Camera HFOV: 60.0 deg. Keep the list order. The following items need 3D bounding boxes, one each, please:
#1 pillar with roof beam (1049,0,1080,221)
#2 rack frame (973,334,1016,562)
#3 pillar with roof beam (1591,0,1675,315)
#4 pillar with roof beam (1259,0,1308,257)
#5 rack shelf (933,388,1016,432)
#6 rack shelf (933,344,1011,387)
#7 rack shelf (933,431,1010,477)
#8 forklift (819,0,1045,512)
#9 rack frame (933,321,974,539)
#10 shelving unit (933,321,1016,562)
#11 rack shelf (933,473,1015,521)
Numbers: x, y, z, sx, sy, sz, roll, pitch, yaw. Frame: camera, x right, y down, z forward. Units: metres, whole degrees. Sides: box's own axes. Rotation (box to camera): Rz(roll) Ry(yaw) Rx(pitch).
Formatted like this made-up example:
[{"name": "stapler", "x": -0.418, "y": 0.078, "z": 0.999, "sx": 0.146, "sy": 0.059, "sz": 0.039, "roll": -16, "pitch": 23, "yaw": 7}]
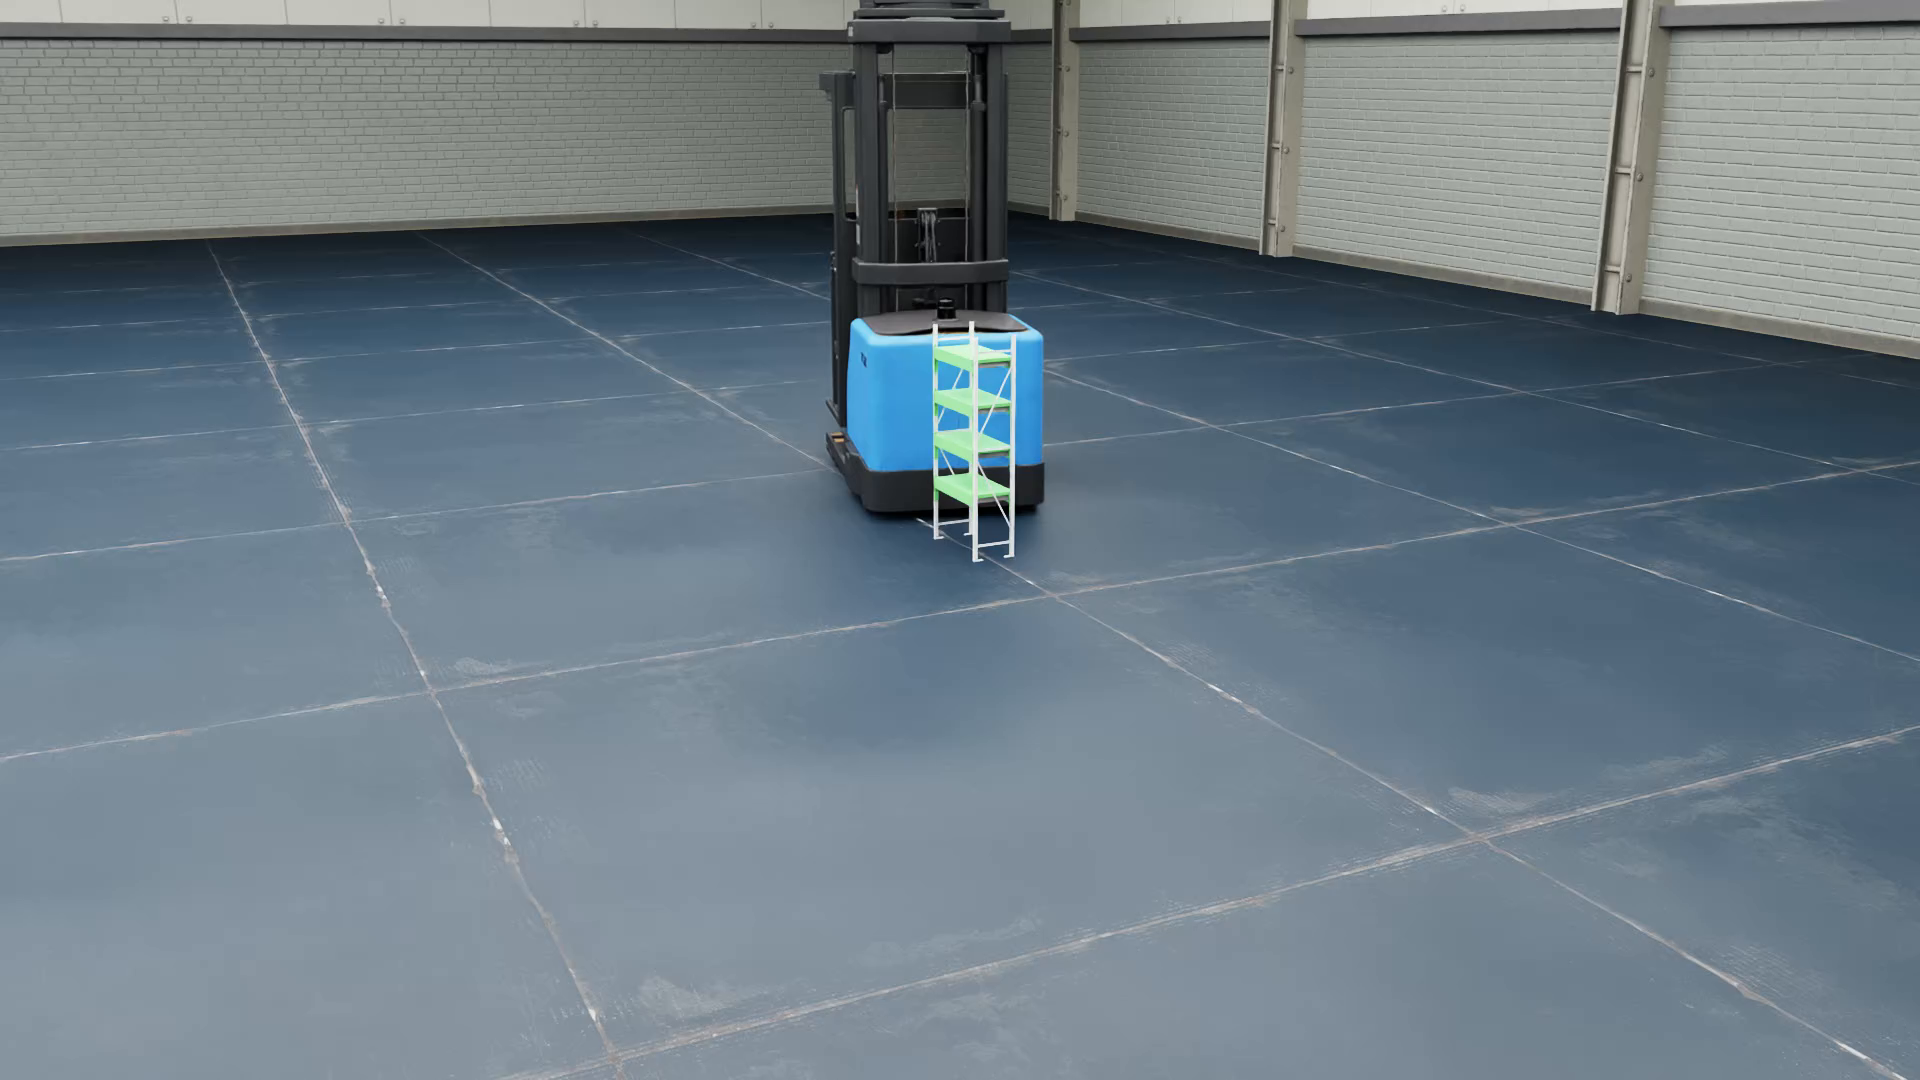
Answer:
[{"name": "pillar with roof beam", "x": -2.132, "y": -9.221, "z": 25.068, "sx": 9.100, "sy": 9.000, "sz": 0.400, "roll": -8, "pitch": 18, "yaw": -25}, {"name": "rack frame", "x": 0.179, "y": -0.475, "z": 8.731, "sx": 0.240, "sy": 1.200, "sz": 0.015, "roll": -8, "pitch": 18, "yaw": -25}, {"name": "pillar with roof beam", "x": 3.125, "y": -6.245, "z": 14.699, "sx": 9.100, "sy": 9.000, "sz": 0.400, "roll": -8, "pitch": 18, "yaw": -25}, {"name": "pillar with roof beam", "x": 0.496, "y": -7.733, "z": 19.883, "sx": 9.100, "sy": 9.000, "sz": 0.400, "roll": -8, "pitch": 18, "yaw": -25}, {"name": "rack shelf", "x": 0.073, "y": -0.705, "z": 8.894, "sx": 0.258, "sy": 0.148, "sz": 0.480, "roll": -8, "pitch": 18, "yaw": -25}, {"name": "rack shelf", "x": 0.073, "y": -0.936, "z": 8.827, "sx": 0.258, "sy": 0.148, "sz": 0.480, "roll": -8, "pitch": 18, "yaw": -25}, {"name": "rack shelf", "x": 0.073, "y": -0.474, "z": 8.960, "sx": 0.258, "sy": 0.148, "sz": 0.480, "roll": -8, "pitch": 18, "yaw": -25}, {"name": "forklift", "x": -0.292, "y": -1.931, "z": 10.665, "sx": 1.130, "sy": 2.935, "sz": 3.031, "roll": -3, "pitch": 16, "yaw": -11}, {"name": "rack frame", "x": -0.034, "y": -0.596, "z": 9.153, "sx": 0.240, "sy": 1.200, "sz": 0.015, "roll": -8, "pitch": 18, "yaw": -25}, {"name": "shelving unit", "x": 0.073, "y": -0.536, "z": 8.942, "sx": 0.258, "sy": 1.200, "sz": 0.503, "roll": -8, "pitch": 18, "yaw": -25}, {"name": "rack shelf", "x": 0.073, "y": -0.244, "z": 9.026, "sx": 0.258, "sy": 0.148, "sz": 0.480, "roll": -8, "pitch": 18, "yaw": -25}]
